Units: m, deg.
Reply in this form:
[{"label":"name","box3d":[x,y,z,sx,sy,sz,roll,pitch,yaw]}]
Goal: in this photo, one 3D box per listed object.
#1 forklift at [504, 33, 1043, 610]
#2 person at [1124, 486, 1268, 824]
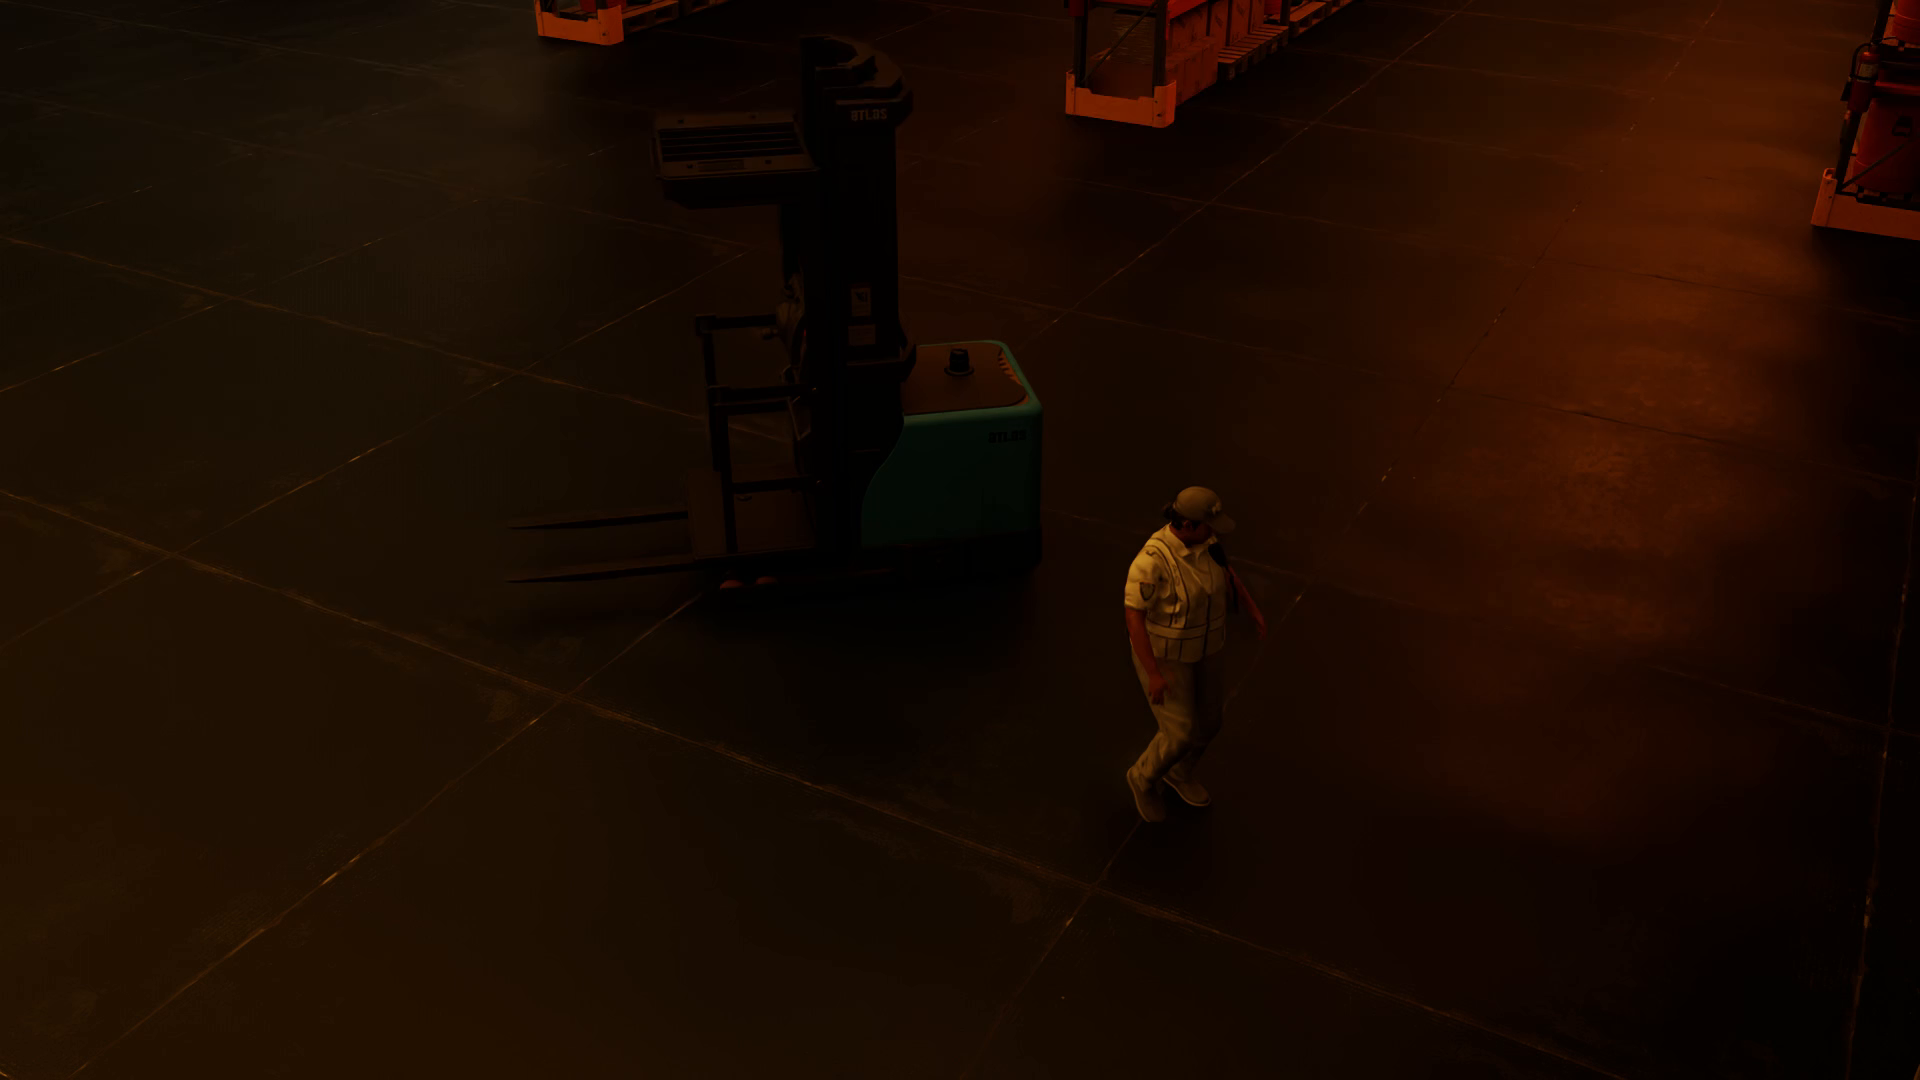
[{"label":"forklift","box3d":[-1.098,-1.166,9.092,3.031,2.935,1.130,-6,30,-10]},{"label":"person","box3d":[1.053,0.508,7.520,0.752,1.660,0.487,-20,35,-30]}]
